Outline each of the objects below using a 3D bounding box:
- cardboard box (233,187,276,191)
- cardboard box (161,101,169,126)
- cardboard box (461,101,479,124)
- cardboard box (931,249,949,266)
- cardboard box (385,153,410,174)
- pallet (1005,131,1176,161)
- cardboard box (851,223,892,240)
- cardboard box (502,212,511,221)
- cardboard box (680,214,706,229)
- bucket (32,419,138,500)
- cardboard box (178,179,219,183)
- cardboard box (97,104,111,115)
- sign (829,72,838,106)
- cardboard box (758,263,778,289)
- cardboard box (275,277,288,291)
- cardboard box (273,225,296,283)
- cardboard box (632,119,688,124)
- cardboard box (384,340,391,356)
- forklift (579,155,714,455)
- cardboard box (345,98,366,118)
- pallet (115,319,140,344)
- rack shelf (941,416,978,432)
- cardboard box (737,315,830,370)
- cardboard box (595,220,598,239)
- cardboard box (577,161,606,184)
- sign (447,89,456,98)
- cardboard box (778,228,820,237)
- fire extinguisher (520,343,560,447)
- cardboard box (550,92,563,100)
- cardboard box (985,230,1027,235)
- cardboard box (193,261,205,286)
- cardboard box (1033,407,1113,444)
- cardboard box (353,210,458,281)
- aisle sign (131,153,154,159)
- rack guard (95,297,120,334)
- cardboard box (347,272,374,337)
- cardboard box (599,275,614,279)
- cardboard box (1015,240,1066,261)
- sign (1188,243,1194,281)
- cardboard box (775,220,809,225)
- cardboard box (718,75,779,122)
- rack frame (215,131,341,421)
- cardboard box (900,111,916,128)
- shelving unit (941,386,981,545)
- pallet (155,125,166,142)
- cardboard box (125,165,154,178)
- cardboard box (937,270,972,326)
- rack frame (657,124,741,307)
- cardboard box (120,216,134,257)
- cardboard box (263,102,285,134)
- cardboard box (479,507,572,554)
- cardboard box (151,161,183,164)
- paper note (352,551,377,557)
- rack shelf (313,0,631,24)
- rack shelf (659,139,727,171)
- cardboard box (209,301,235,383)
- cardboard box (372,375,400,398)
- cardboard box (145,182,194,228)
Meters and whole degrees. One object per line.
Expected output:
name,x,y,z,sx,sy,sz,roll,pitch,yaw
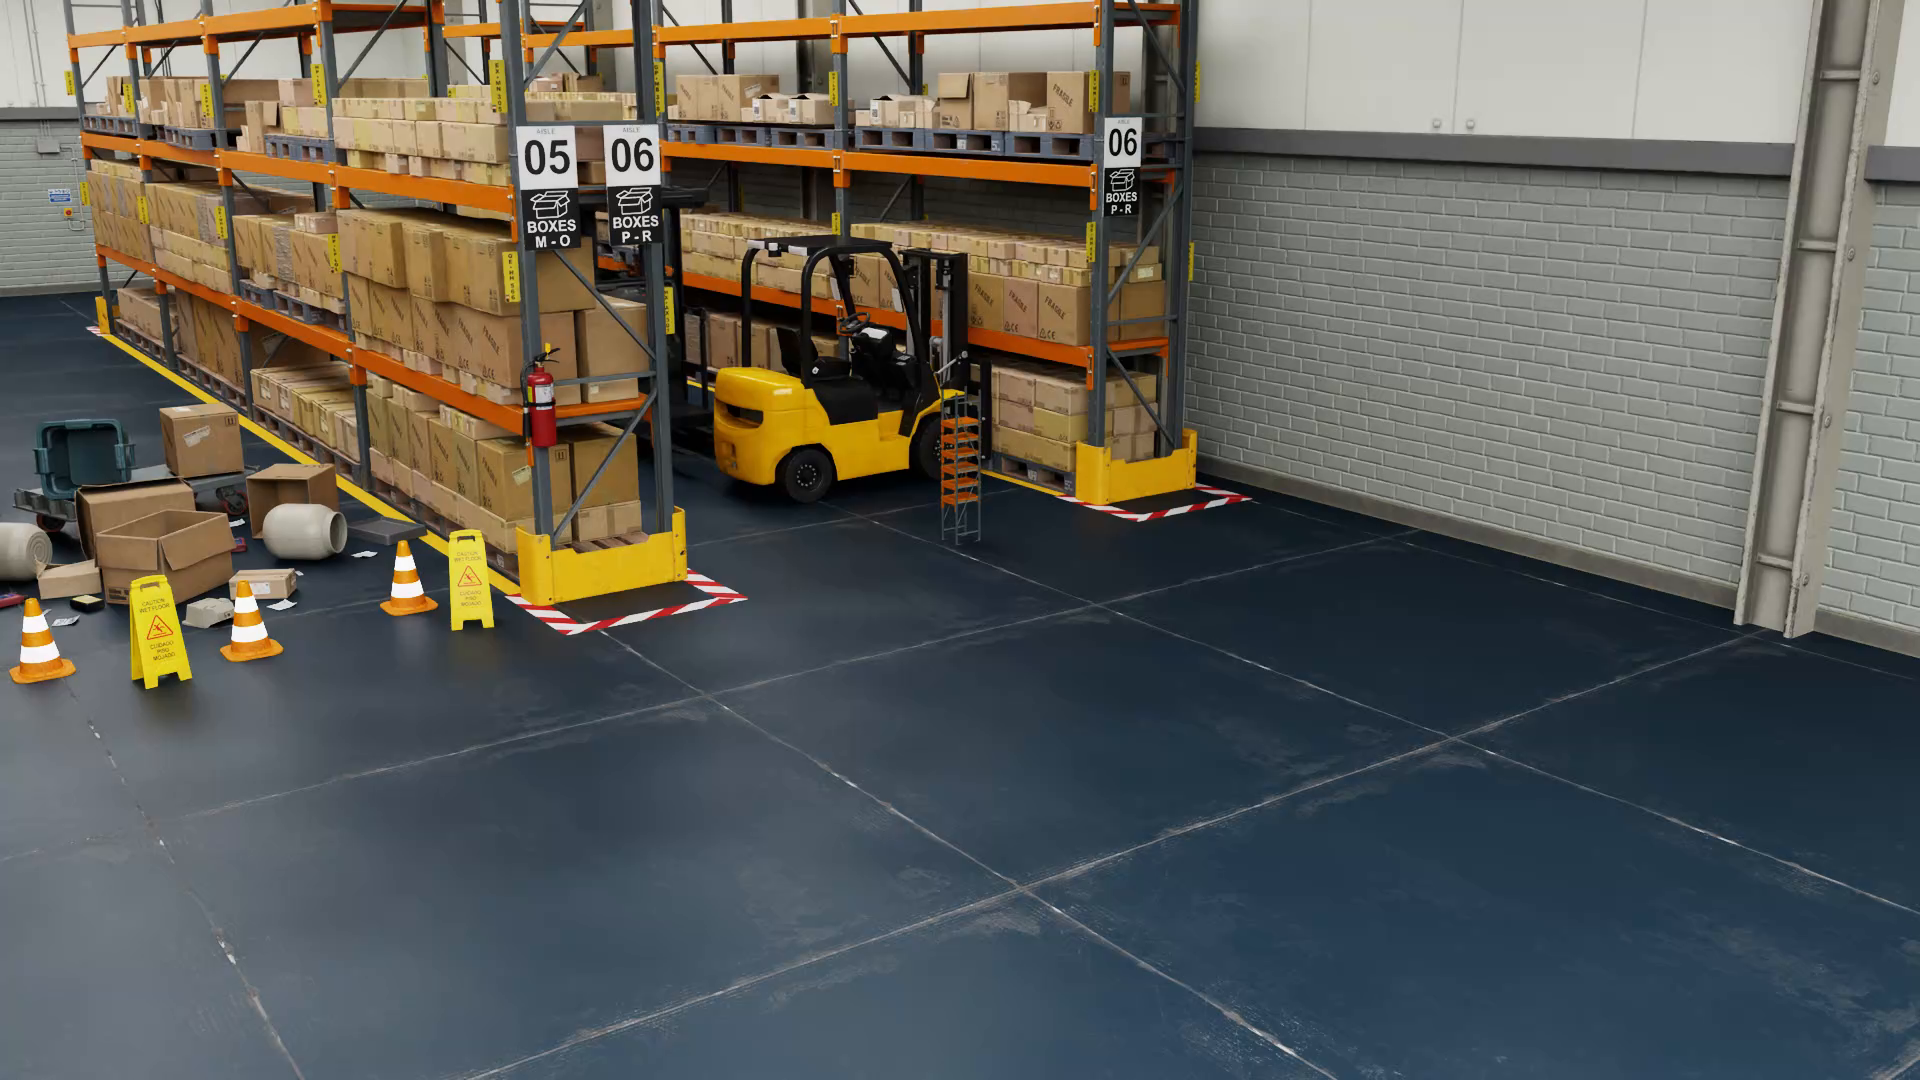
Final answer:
cardboard box,-8.162,-3.805,19.213,0.500,0.500,0.500,-11,18,-34
cardboard box,-8.746,-4.800,18.708,0.396,0.266,0.258,-9,18,-30
cardboard box,-3.204,-2.947,11.443,0.380,0.149,0.250,-11,19,-35
cardboard box,-0.116,-2.697,15.830,0.380,0.149,0.250,-12,19,-36
cardboard box,-4.161,-2.884,12.723,0.380,0.149,0.250,-11,19,-36
pallet,1.137,-3.428,14.403,1.003,0.211,1.213,-11,19,-35
cardboard box,-0.873,-3.113,16.787,0.380,0.149,0.250,-10,18,-33
cardboard box,-6.327,-4.678,24.205,0.500,0.250,0.500,-11,19,-34
cardboard box,-3.223,-3.824,19.948,0.380,0.149,0.250,-10,18,-33
bucket,-6.833,-0.645,13.071,0.726,0.611,0.620,-4,6,-15
cardboard box,-9.621,-4.330,21.129,0.500,0.500,0.500,-11,19,-34
cardboard box,-11.435,-5.822,22.476,0.380,0.149,0.250,-10,18,-33
sign,-1.253,-4.484,16.521,0.100,0.325,0.005,-11,19,-35
cardboard box,-1.895,-2.935,18.400,0.500,0.250,0.500,-11,19,-34
cardboard box,-6.532,-2.556,16.414,0.380,0.149,0.250,-10,18,-31
cardboard box,-6.190,-2.737,15.847,0.500,0.500,0.500,-12,19,-37
cardboard box,-3.670,-5.023,20.349,0.500,0.250,0.500,-12,19,-36
cardboard box,-4.536,-1.615,13.772,0.380,0.149,0.250,-11,19,-35
forklift,-3.075,-2.348,16.104,1.130,2.935,3.031,-11,19,-34
cardboard box,-4.735,-3.493,13.439,0.380,0.149,0.250,-10,18,-33
pallet,-11.355,-3.010,23.675,1.003,0.211,1.213,-11,19,-35
rack shelf,0.009,-0.880,12.823,0.258,0.103,0.180,-11,19,-35
cardboard box,-2.030,-2.217,19.196,0.875,0.625,0.625,-12,19,-37
cardboard box,-4.654,-4.266,21.994,0.700,0.500,0.500,-11,19,-35
cardboard box,-2.413,-2.544,11.483,0.380,0.149,0.250,-11,19,-34
sign,-4.398,-3.733,14.374,0.100,0.325,0.005,-11,19,-35
cardboard box,-1.730,-3.271,17.926,0.380,0.149,0.250,-12,19,-36
fire extinguisher,-2.786,-0.964,11.063,0.296,0.674,0.183,-11,19,-35
cardboard box,-5.201,-5.861,22.055,0.380,0.149,0.250,-11,19,-35
cardboard box,0.463,-2.869,15.893,0.380,0.149,0.250,-10,18,-33
cardboard box,-8.288,-3.018,18.704,0.500,0.250,0.500,-11,19,-35
cardboard box,0.993,-1.041,14.665,0.500,0.250,0.500,-11,19,-35
cardboard box,-4.467,-2.385,13.462,0.700,0.500,0.500,-11,19,-34
aisle sign,-11.680,-5.831,23.775,0.394,0.787,0.004,-11,19,-35
rack guard,-11.903,-3.313,24.235,1.175,0.500,0.348,-11,19,-35
cardboard box,-4.800,-2.006,13.970,0.500,0.500,0.500,-11,19,-35
cardboard box,-4.915,-3.652,23.446,0.380,0.149,0.250,-11,19,-35
cardboard box,0.719,-2.581,14.843,0.380,0.149,0.250,-11,19,-34
sign,1.984,-2.409,14.407,0.100,0.325,0.005,-11,19,-35
cardboard box,-1.899,-3.575,19.038,0.380,0.149,0.250,-10,18,-33
cardboard box,-2.345,-4.913,18.487,0.500,0.500,0.500,-10,18,-33
rack frame,-7.185,-2.806,17.645,1.000,3.000,0.127,-11,19,-35
cardboard box,-0.350,-3.992,15.789,0.380,0.149,0.250,-10,18,-33
shelving unit,0.009,-0.576,12.906,0.258,1.200,0.189,-11,19,-35
pallet,-8.958,-4.826,19.708,0.805,0.209,1.217,-12,19,-37
cardboard box,-10.521,-4.747,21.424,0.380,0.149,0.250,-11,19,-35
cardboard box,0.127,-2.308,15.639,0.500,0.500,0.500,-11,19,-34
rack frame,-3.172,-3.577,20.463,1.000,3.000,0.127,-11,19,-35
cardboard box,-10.631,-3.981,21.751,0.500,0.500,0.500,-11,19,-35
cardboard box,-6.265,-3.981,16.061,0.797,0.503,0.637,-11,19,-35
cardboard box,-3.188,-0.110,12.208,0.500,0.250,0.500,-11,19,-35
cardboard box,-10.721,-5.048,22.525,0.380,0.149,0.250,-10,18,-33
paper note,-4.522,0.103,12.642,0.148,0.019,0.142,10,18,33
rack shelf,-3.657,-4.069,12.267,1.077,0.370,4.000,-11,19,-35
rack shelf,-4.348,-5.104,21.722,1.077,0.370,4.000,-11,19,-35
cardboard box,-8.045,-2.335,19.154,0.875,0.875,0.875,-11,19,-34
cardboard box,-4.679,-1.298,13.902,0.380,0.149,0.250,-11,19,-34
cardboard box,-9.510,-4.052,20.114,0.500,0.500,0.500,-11,19,-34
